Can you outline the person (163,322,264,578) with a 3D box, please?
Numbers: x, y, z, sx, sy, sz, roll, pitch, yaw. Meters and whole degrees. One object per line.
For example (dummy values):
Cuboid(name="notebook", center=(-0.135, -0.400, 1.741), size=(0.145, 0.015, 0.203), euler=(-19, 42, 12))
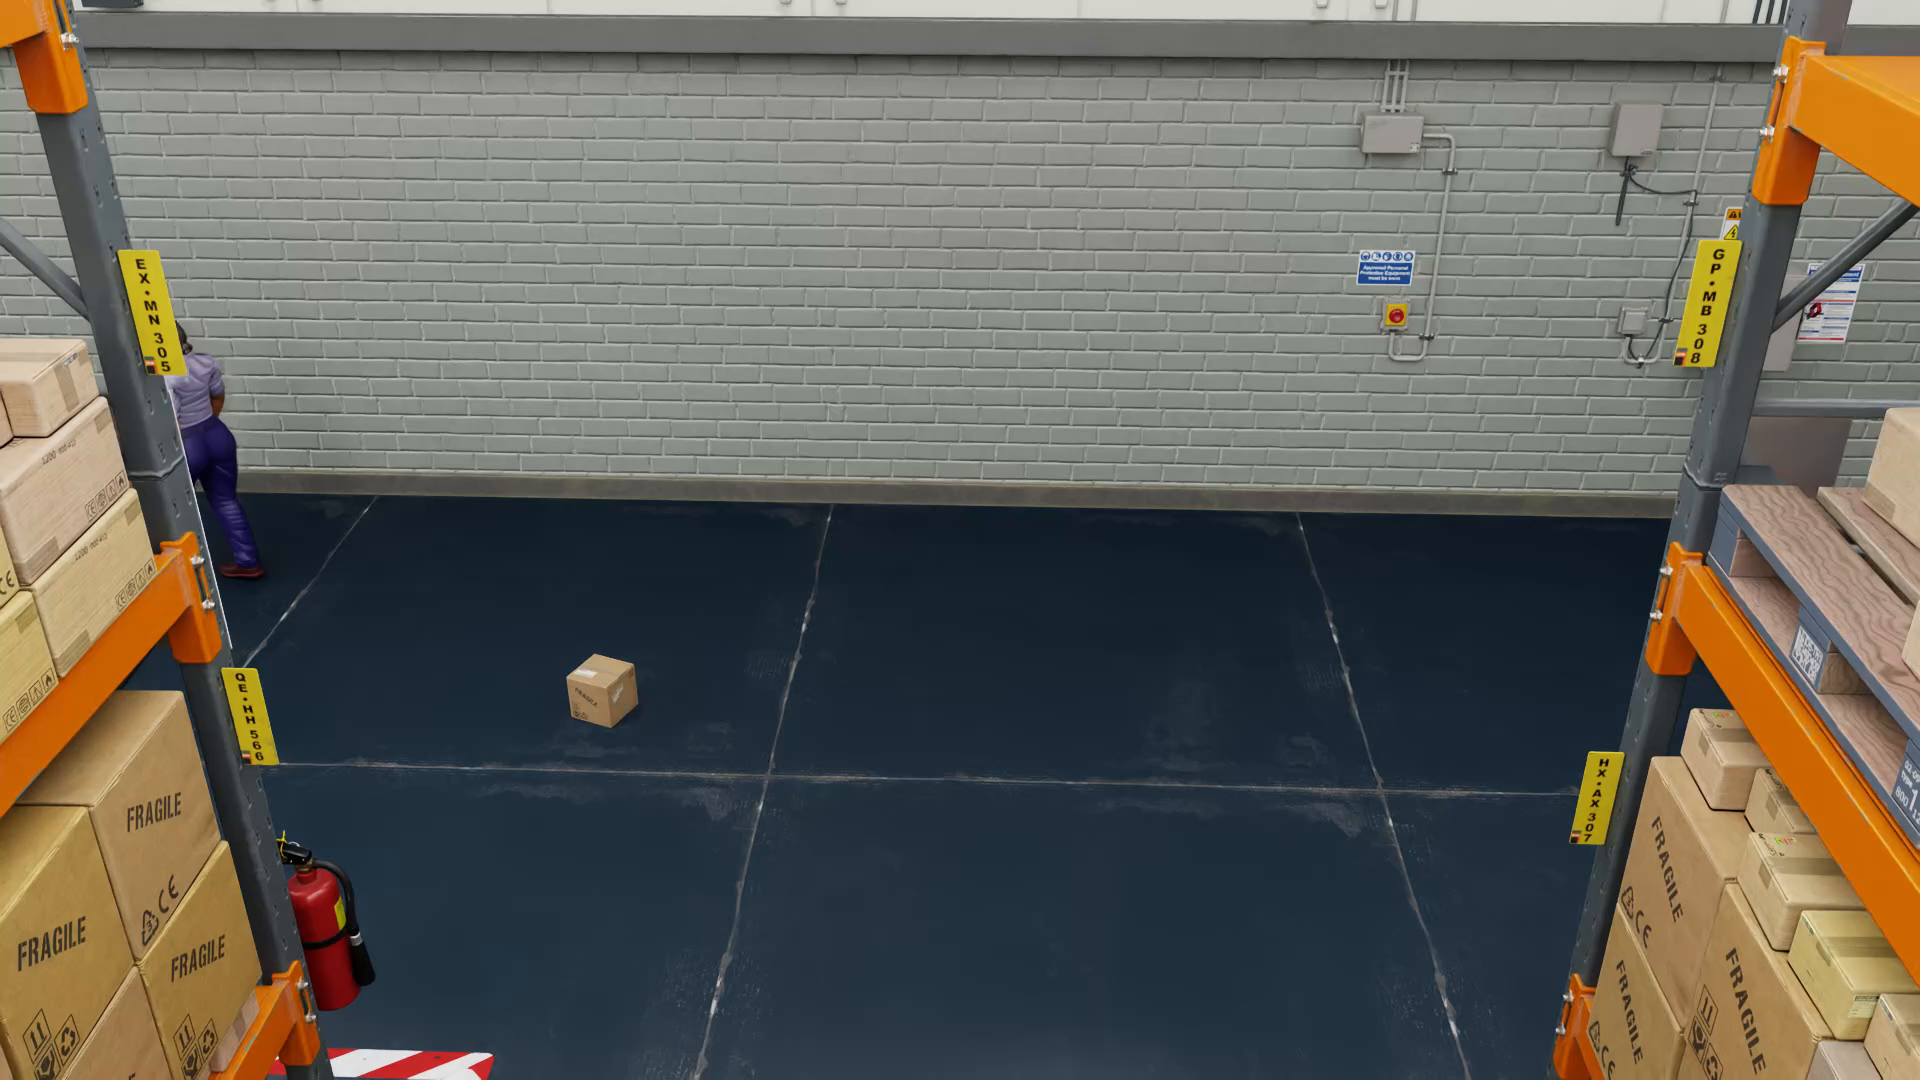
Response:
Cuboid(name="person", center=(-4.535, -0.556, 9.671), size=(0.814, 1.624, 0.529), euler=(16, 32, 27))
